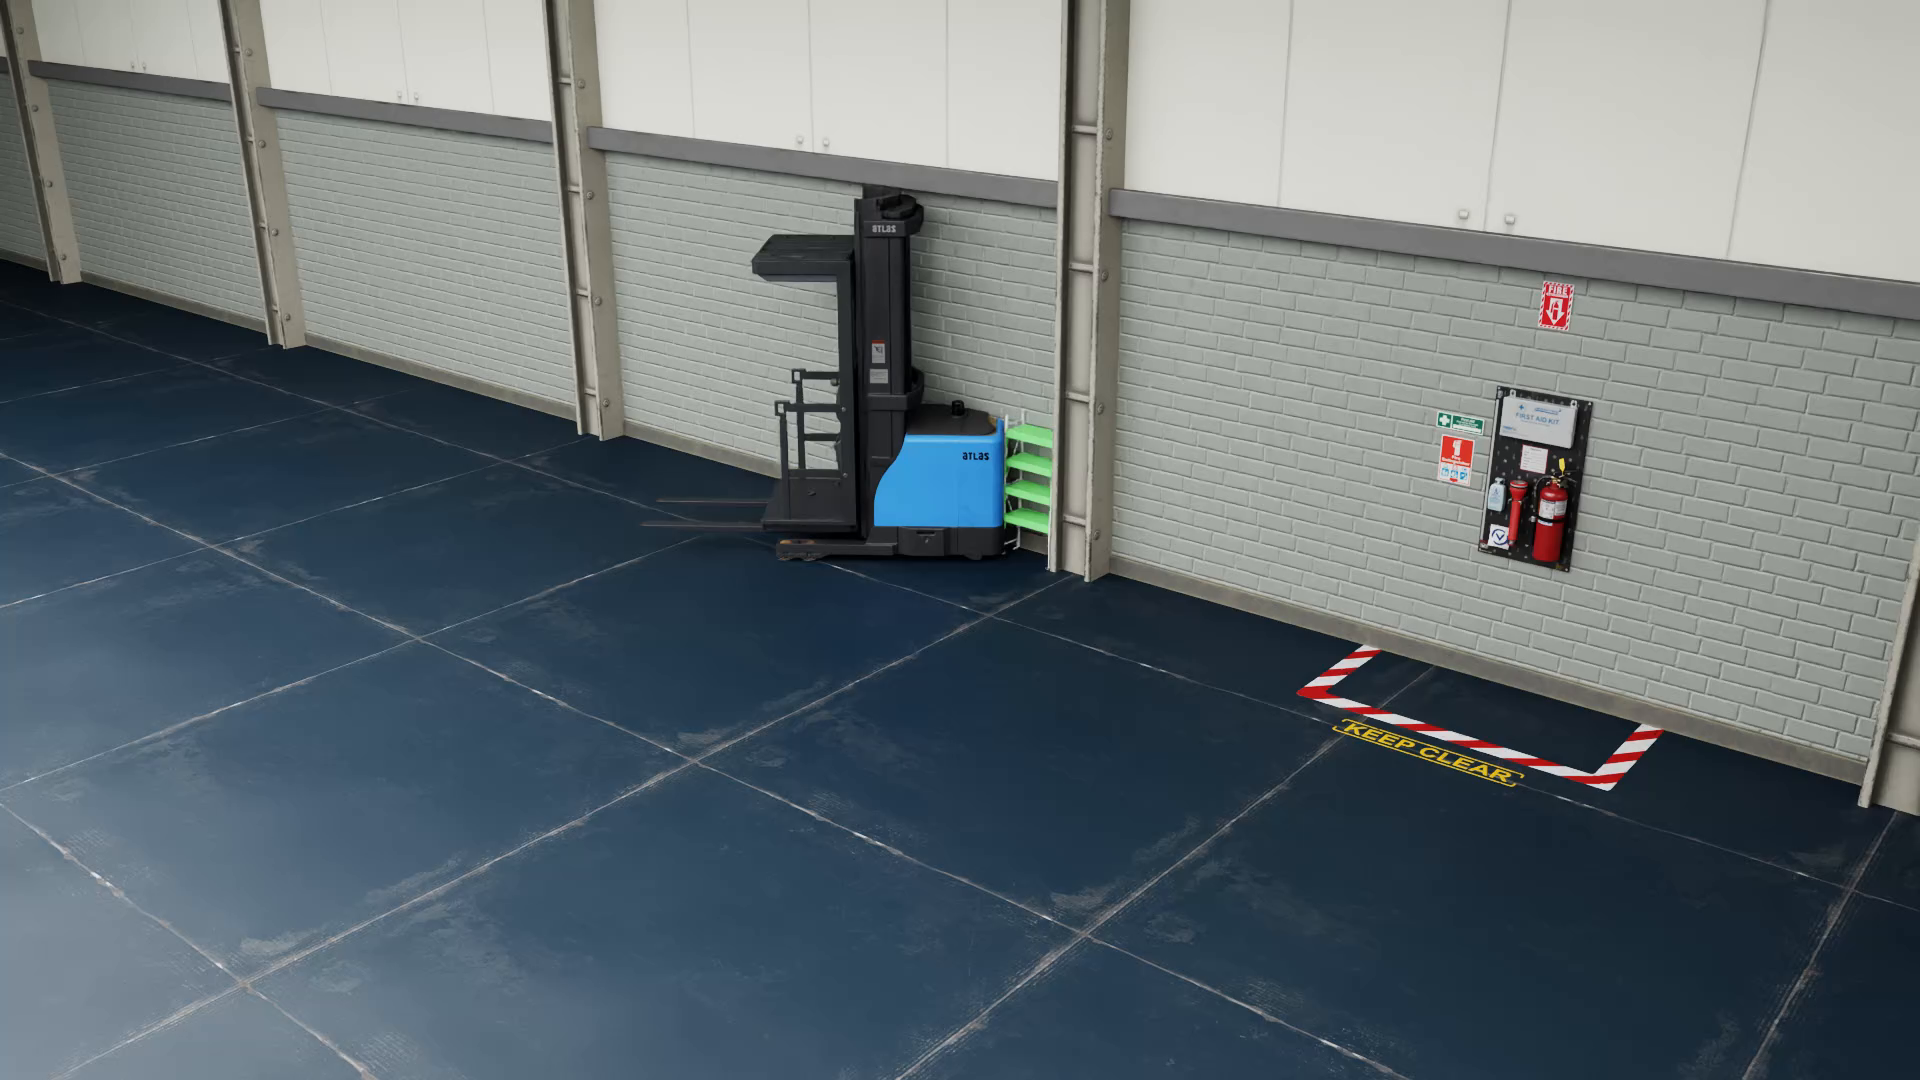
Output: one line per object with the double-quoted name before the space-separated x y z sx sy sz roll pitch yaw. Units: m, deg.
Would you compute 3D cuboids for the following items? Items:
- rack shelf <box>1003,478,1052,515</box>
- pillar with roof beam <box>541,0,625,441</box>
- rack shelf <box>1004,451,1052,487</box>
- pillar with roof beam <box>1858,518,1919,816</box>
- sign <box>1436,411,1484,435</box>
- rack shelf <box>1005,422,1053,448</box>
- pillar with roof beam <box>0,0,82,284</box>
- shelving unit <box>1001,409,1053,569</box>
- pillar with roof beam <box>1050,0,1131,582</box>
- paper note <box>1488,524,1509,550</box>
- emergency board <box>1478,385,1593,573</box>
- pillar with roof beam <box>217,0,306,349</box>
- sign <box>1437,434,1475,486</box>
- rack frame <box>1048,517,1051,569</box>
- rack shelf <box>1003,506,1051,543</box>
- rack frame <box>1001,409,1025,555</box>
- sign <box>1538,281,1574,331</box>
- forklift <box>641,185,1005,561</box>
"rack shelf" 0.622 -0.357 13.582 0.480 0.148 0.258 17 25 36
"pillar with roof beam" -6.393 -4.121 12.343 0.400 9.000 9.100 16 26 36
"rack shelf" 0.628 -0.582 13.501 0.480 0.148 0.258 17 25 36
"pillar with roof beam" 2.903 -1.444 5.243 0.400 9.000 9.100 16 26 36
"sign" 3.370 -0.788 11.205 0.331 0.109 0.001 16 26 36
"rack shelf" 0.634 -0.808 13.420 0.480 0.148 0.258 17 25 36
"pillar with roof beam" -15.690 -6.798 19.442 0.400 9.000 9.100 16 26 36
"shelving unit" 0.624 -0.417 13.560 0.503 1.200 0.258 17 25 36
"pillar with roof beam" -1.745 -2.782 8.793 0.400 9.000 9.100 16 26 36
"paper note" 3.642 -0.021 11.222 0.142 0.148 0.016 16 26 36
"emergency board" 3.735 -0.375 10.912 0.643 1.169 0.194 16 26 36
"pillar with roof beam" -11.042 -5.460 15.893 0.400 9.000 9.100 16 26 36
"sign" 3.372 -0.544 11.308 0.234 0.329 0.001 16 26 36
"rack frame" 0.813 -0.361 13.417 0.015 1.200 0.240 17 25 36
"rack shelf" 0.617 -0.131 13.663 0.480 0.148 0.258 17 25 36
"rack frame" 0.435 -0.473 13.704 0.015 1.200 0.240 17 25 36
"sign" 3.792 -1.489 10.580 0.199 0.298 0.001 16 26 36
"forklift" -1.133 -1.382 13.680 3.031 2.935 1.130 1 21 2
